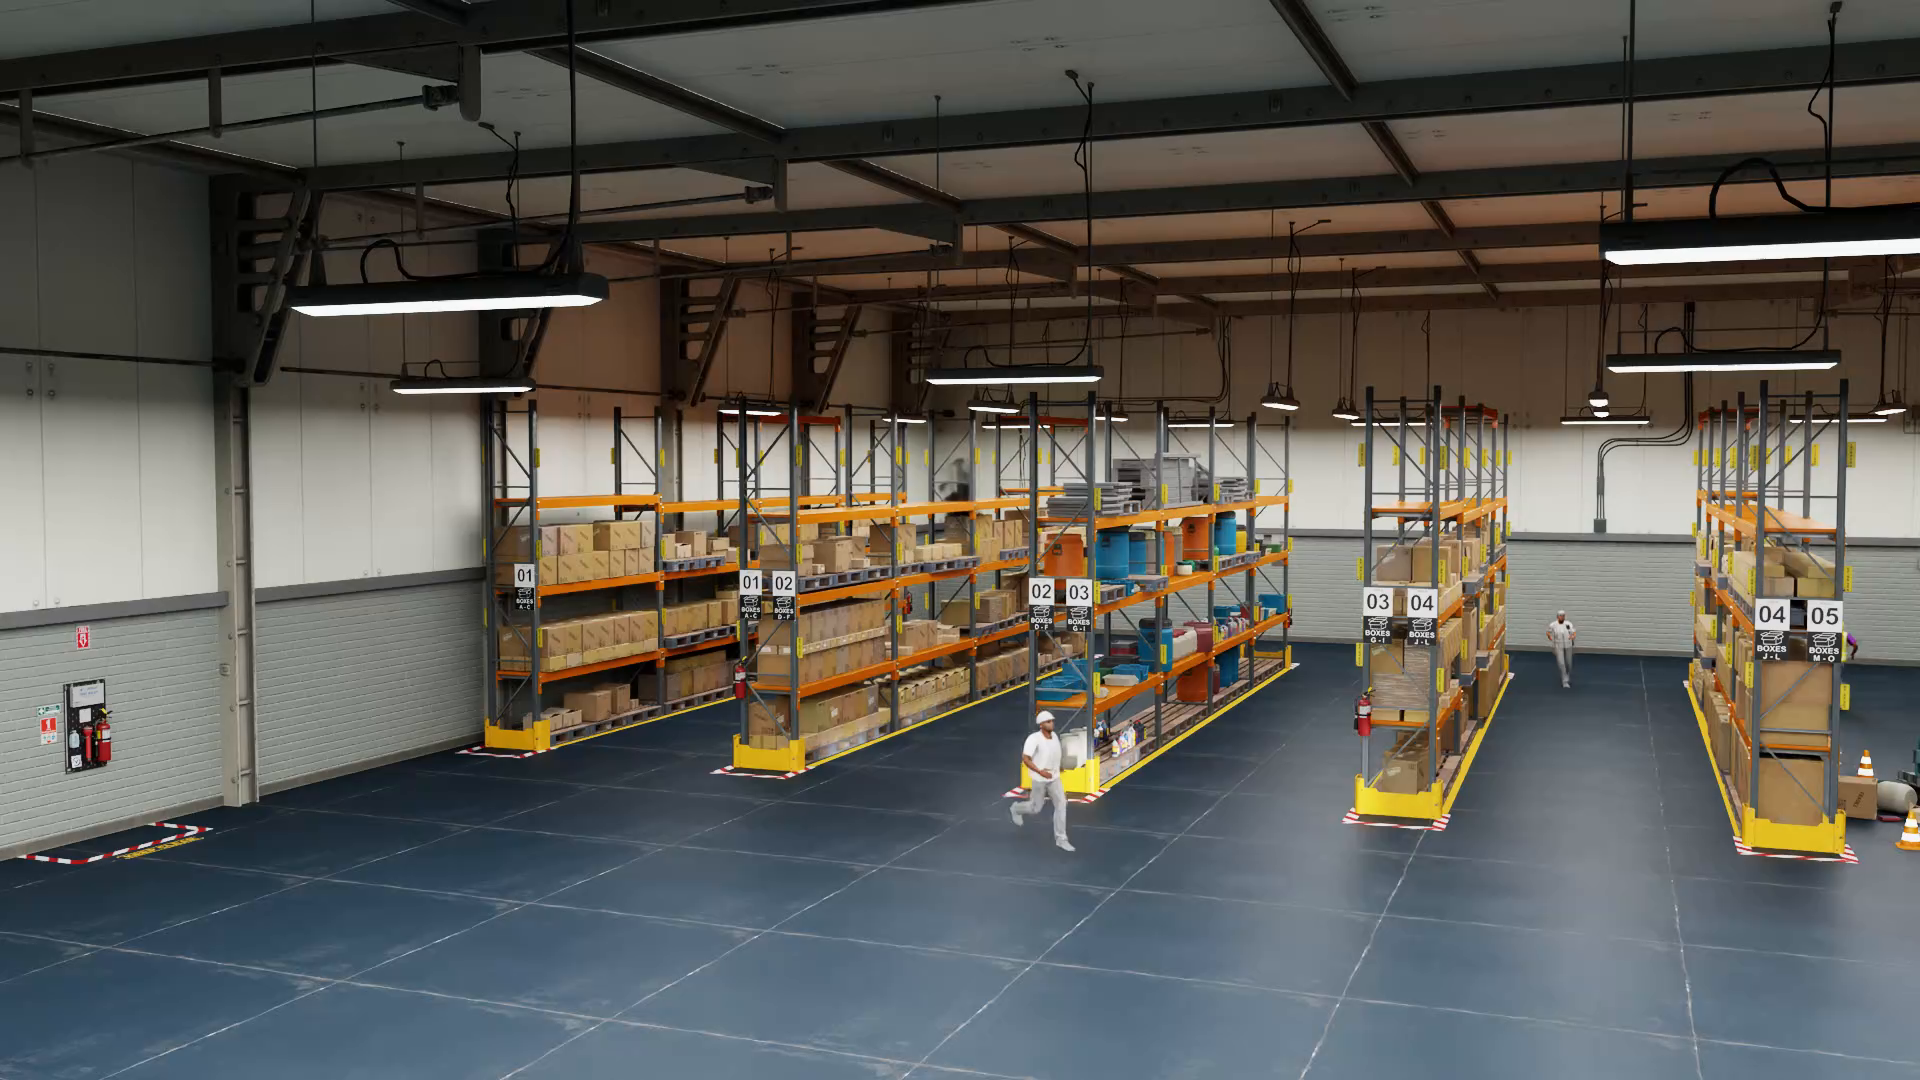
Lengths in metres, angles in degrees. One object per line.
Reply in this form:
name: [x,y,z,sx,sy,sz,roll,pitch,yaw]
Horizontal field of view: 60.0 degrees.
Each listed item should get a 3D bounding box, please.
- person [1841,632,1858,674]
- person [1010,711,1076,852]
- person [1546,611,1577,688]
person: [17.629,2.438,33.503,0.699,1.756,0.987,1,3,10]
person: [1.066,3.088,21.496,0.672,1.756,1.090,-2,4,-38]
person: [13.232,2.383,36.574,0.614,1.681,0.844,0,3,9]
